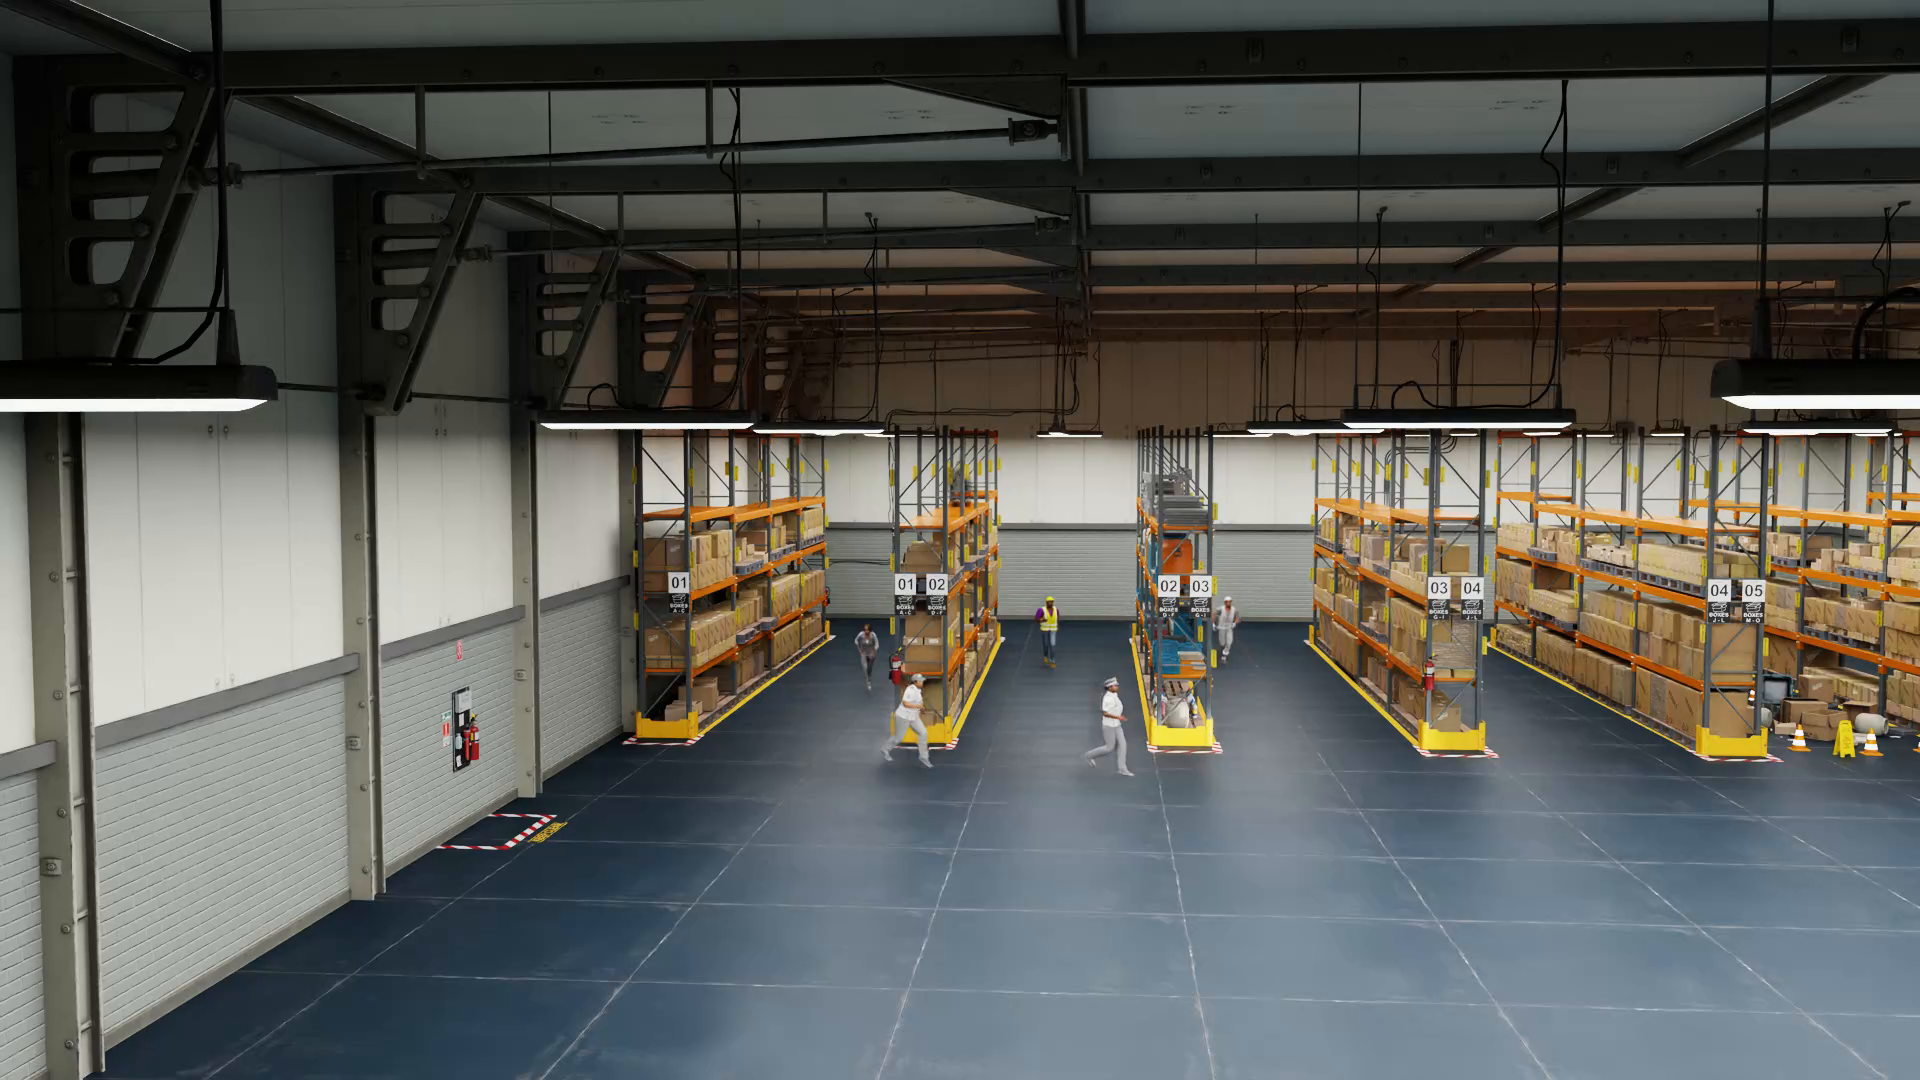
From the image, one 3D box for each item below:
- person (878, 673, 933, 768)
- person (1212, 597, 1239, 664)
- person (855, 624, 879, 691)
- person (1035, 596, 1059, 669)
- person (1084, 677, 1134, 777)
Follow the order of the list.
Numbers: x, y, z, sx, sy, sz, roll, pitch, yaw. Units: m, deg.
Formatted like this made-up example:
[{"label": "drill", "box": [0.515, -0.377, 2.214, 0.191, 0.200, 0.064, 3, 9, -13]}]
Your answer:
[{"label": "person", "box": [-0.961, 3.163, 29.185, 1.017, 1.676, 0.606, 2, 4, 26]}, {"label": "person", "box": [6.819, 2.309, 42.696, 0.702, 1.734, 0.710, 0, 3, 1]}, {"label": "person", "box": [-2.142, 2.676, 38.345, 0.549, 1.549, 0.871, 0, 3, 1]}, {"label": "person", "box": [2.212, 2.318, 41.982, 0.670, 1.806, 0.868, 0, 3, -8]}, {"label": "person", "box": [2.558, 3.181, 28.432, 0.870, 1.702, 0.579, 1, 4, 23]}]
